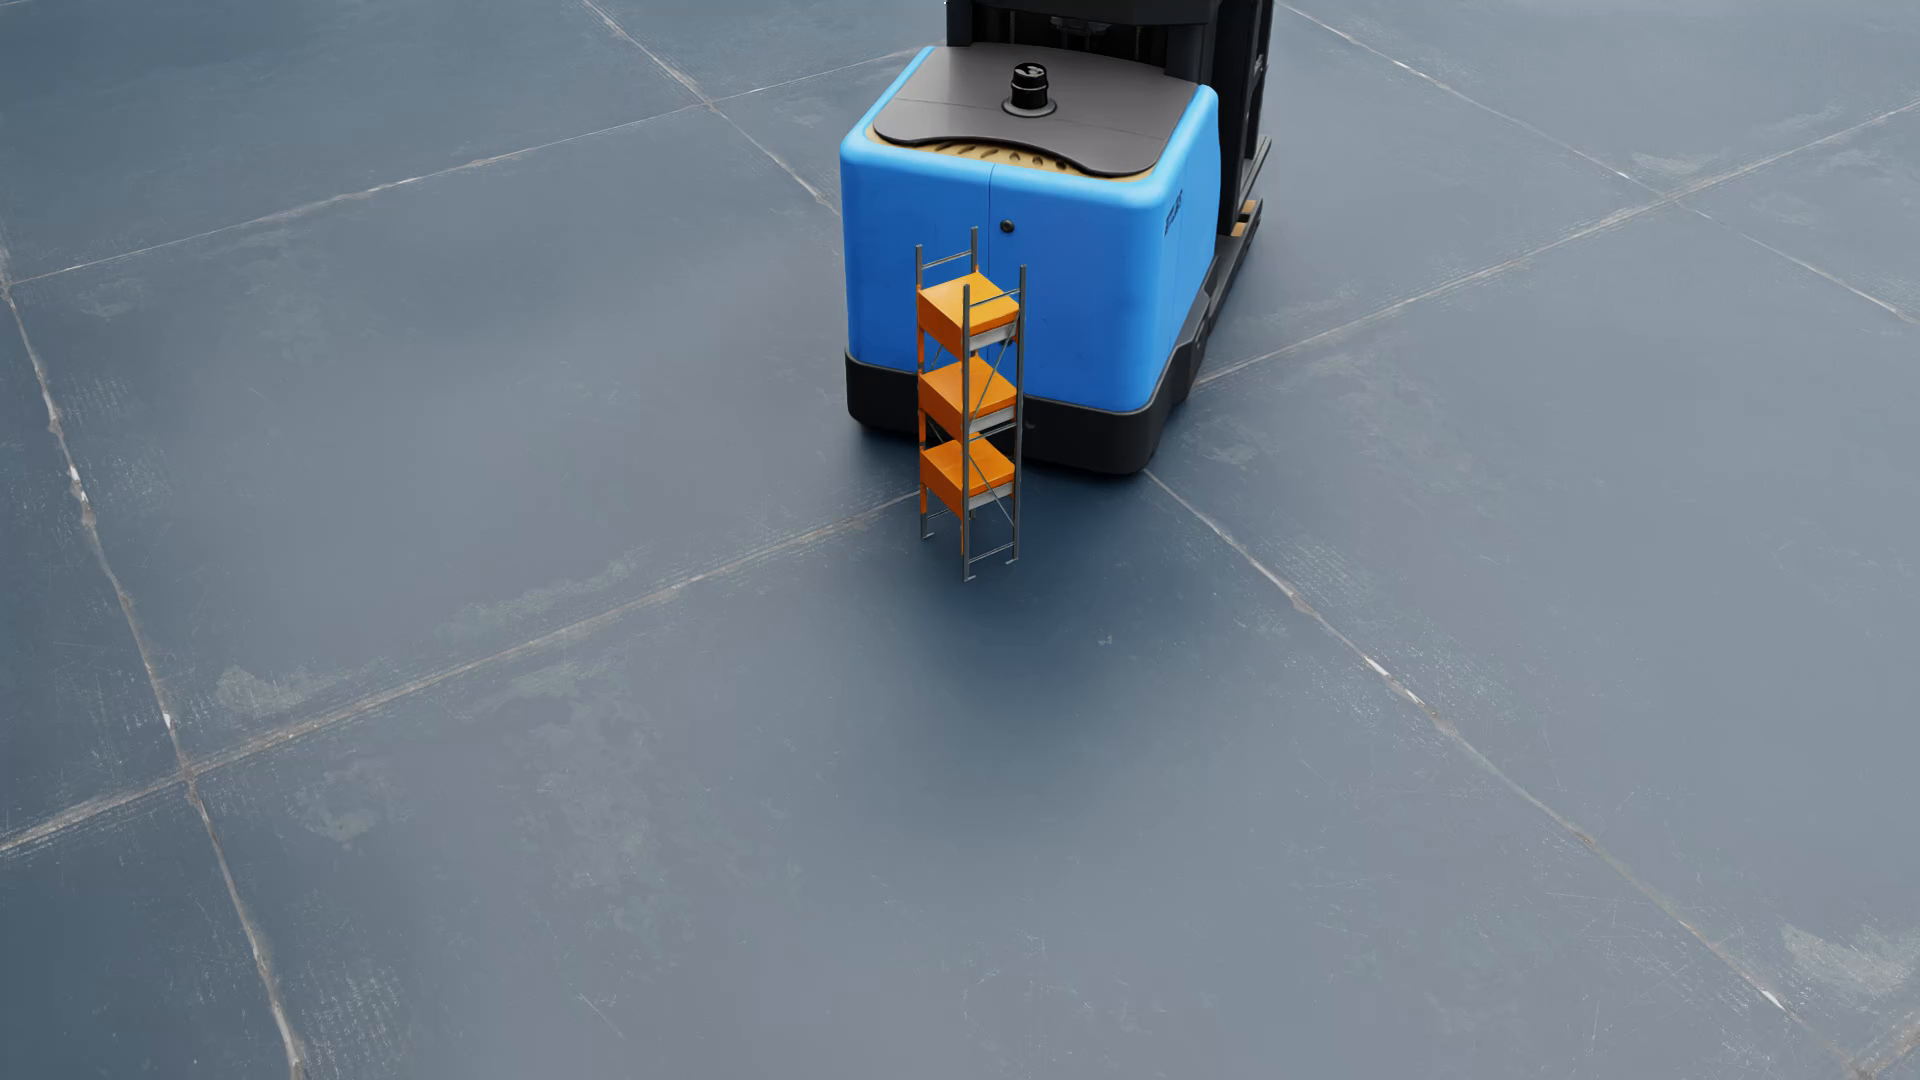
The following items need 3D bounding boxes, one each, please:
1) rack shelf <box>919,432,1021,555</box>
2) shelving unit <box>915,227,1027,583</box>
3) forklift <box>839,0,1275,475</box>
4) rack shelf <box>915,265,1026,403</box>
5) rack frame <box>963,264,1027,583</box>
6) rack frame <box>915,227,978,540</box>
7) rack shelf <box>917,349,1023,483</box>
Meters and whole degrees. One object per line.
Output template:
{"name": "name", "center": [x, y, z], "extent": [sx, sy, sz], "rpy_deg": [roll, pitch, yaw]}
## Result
{"name": "rack shelf", "center": [0.029, -0.153, 5.064], "extent": [0.215, 0.259, 0.240], "rpy_deg": [-22, 45, -24]}
{"name": "shelving unit", "center": [0.029, -0.374, 4.879], "extent": [0.215, 1.050, 0.252], "rpy_deg": [-22, 45, -24]}
{"name": "forklift", "center": [0.578, -2.289, 5.707], "extent": [1.130, 2.935, 3.031], "rpy_deg": [12, 41, 15]}
{"name": "rack shelf", "center": [0.029, -0.584, 4.704], "extent": [0.215, 0.259, 0.240], "rpy_deg": [-22, 45, -24]}
{"name": "rack frame", "center": [0.094, -0.309, 4.800], "extent": [0.200, 1.050, 0.008], "rpy_deg": [-22, 45, -24]}
{"name": "rack frame", "center": [-0.037, -0.440, 4.958], "extent": [0.200, 1.050, 0.008], "rpy_deg": [-22, 45, -24]}
{"name": "rack shelf", "center": [0.029, -0.366, 4.886], "extent": [0.215, 0.259, 0.240], "rpy_deg": [-22, 45, -24]}
